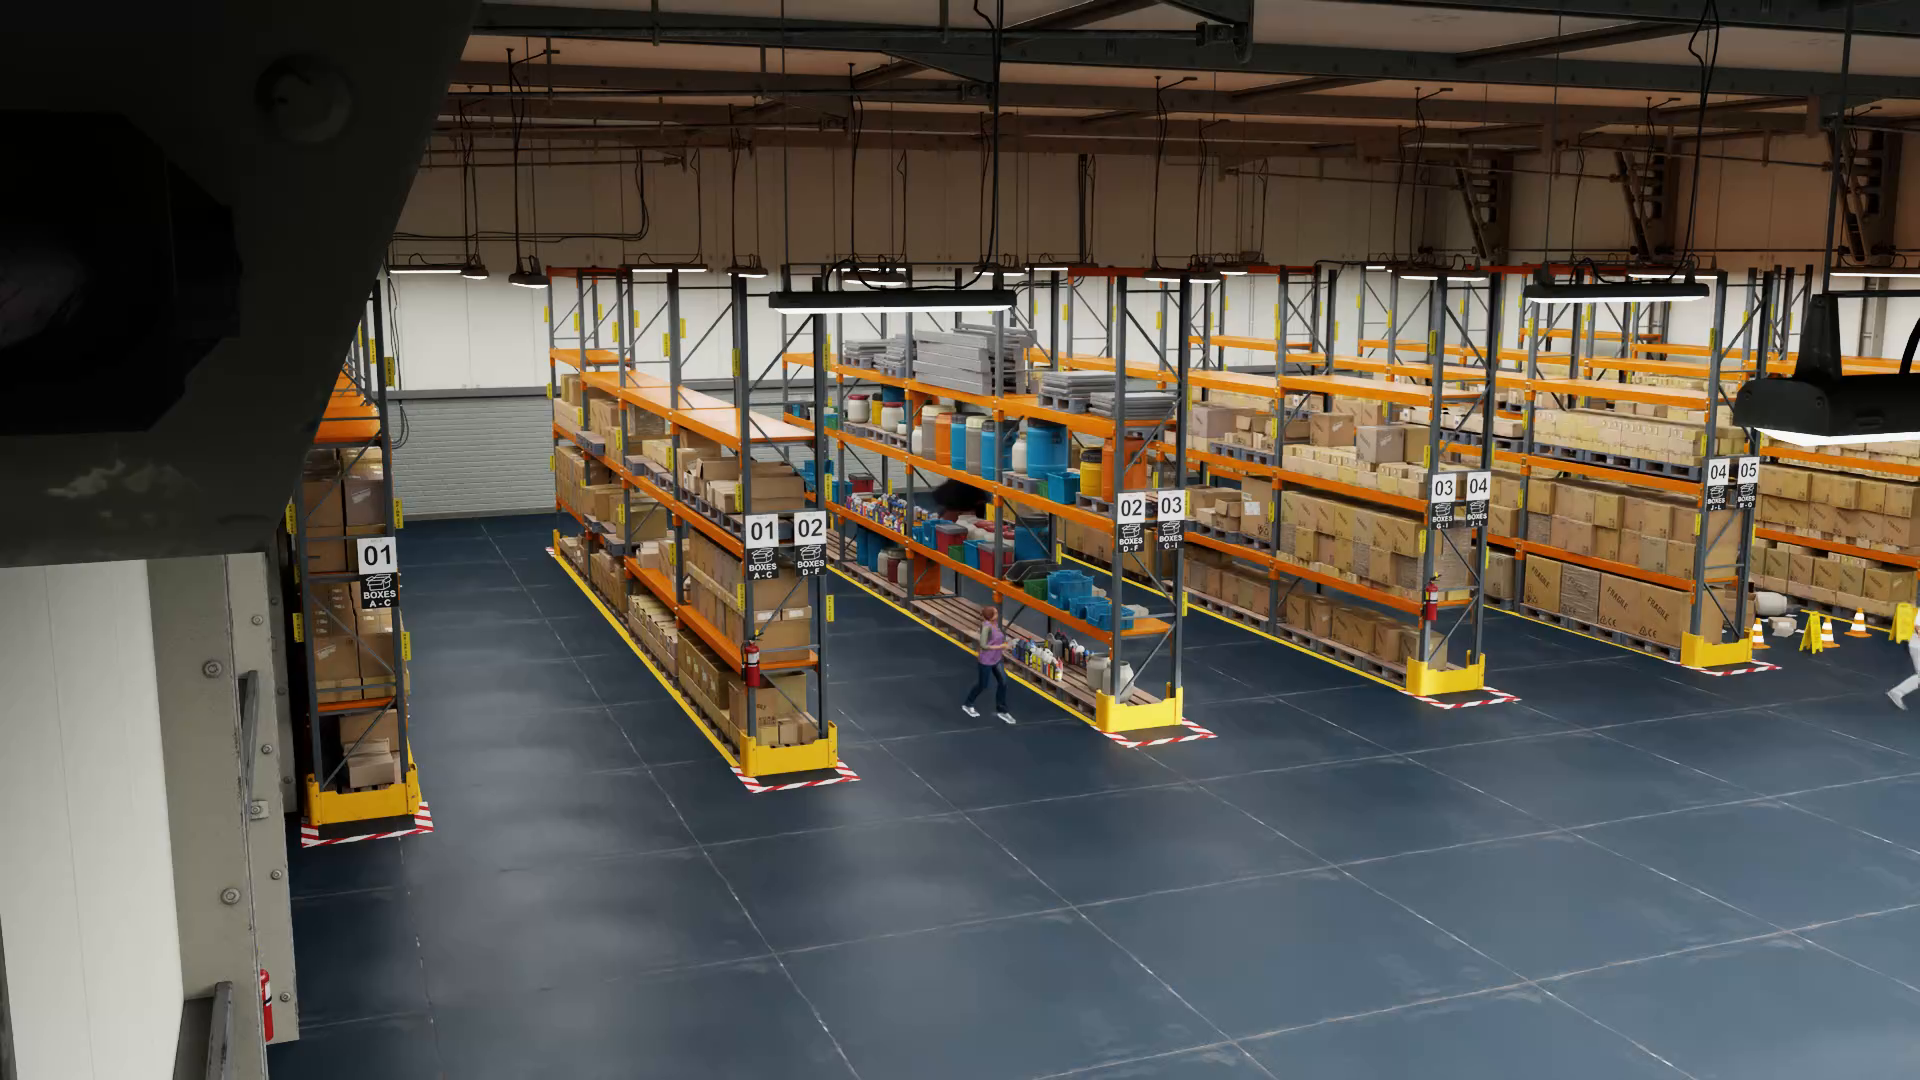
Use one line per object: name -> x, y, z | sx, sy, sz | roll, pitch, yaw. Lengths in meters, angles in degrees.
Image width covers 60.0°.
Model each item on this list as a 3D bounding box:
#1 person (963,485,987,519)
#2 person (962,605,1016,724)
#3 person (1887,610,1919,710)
person -> 0.284, -0.440, 32.698 | 0.645, 1.749, 0.910 | -8, 13, -38
person -> 0.365, 1.667, 22.422 | 0.751, 1.630, 0.531 | 6, 11, 30
person -> 13.360, 1.525, 23.042 | 0.736, 1.788, 0.897 | 7, 12, 36
